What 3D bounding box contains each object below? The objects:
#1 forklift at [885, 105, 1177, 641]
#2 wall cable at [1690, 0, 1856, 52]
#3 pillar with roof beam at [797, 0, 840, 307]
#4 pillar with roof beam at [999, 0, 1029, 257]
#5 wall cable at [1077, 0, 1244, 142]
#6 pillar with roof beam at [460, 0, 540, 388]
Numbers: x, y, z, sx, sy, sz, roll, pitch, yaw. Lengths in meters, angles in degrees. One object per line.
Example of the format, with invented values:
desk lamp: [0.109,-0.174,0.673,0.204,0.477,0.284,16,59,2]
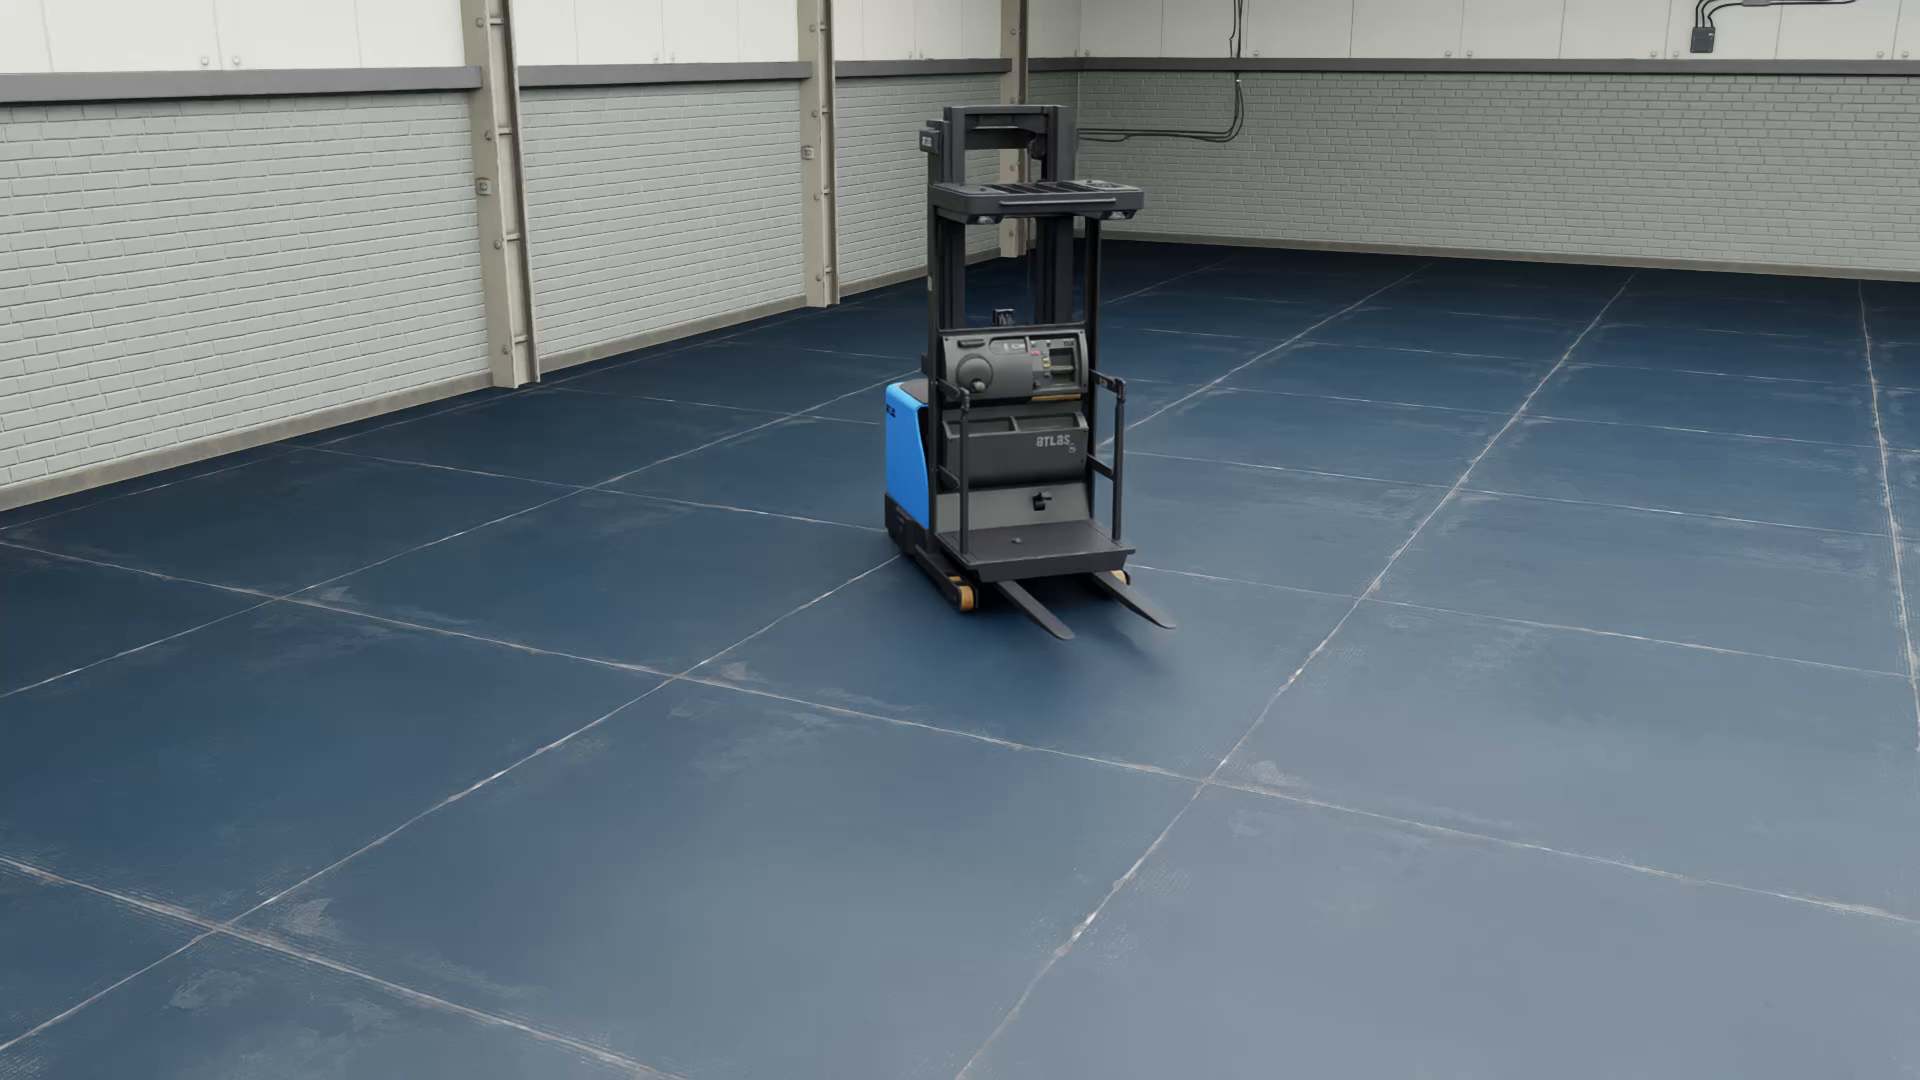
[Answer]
forklift: [0.413,-1.095,10.063,1.130,2.935,3.031,-5,17,-17]
wall cable: [11.842,-9.959,23.276,2.305,6.003,0.169,8,18,25]
pillar with roof beam: [2.027,-6.882,18.891,9.100,9.000,0.400,8,18,25]
pillar with roof beam: [4.708,-8.411,24.036,9.100,9.000,0.400,8,18,25]
wall cable: [3.356,-8.052,28.282,3.097,2.526,0.112,8,18,25]
pillar with roof beam: [-0.654,-5.354,13.745,9.100,9.000,0.400,8,18,25]
